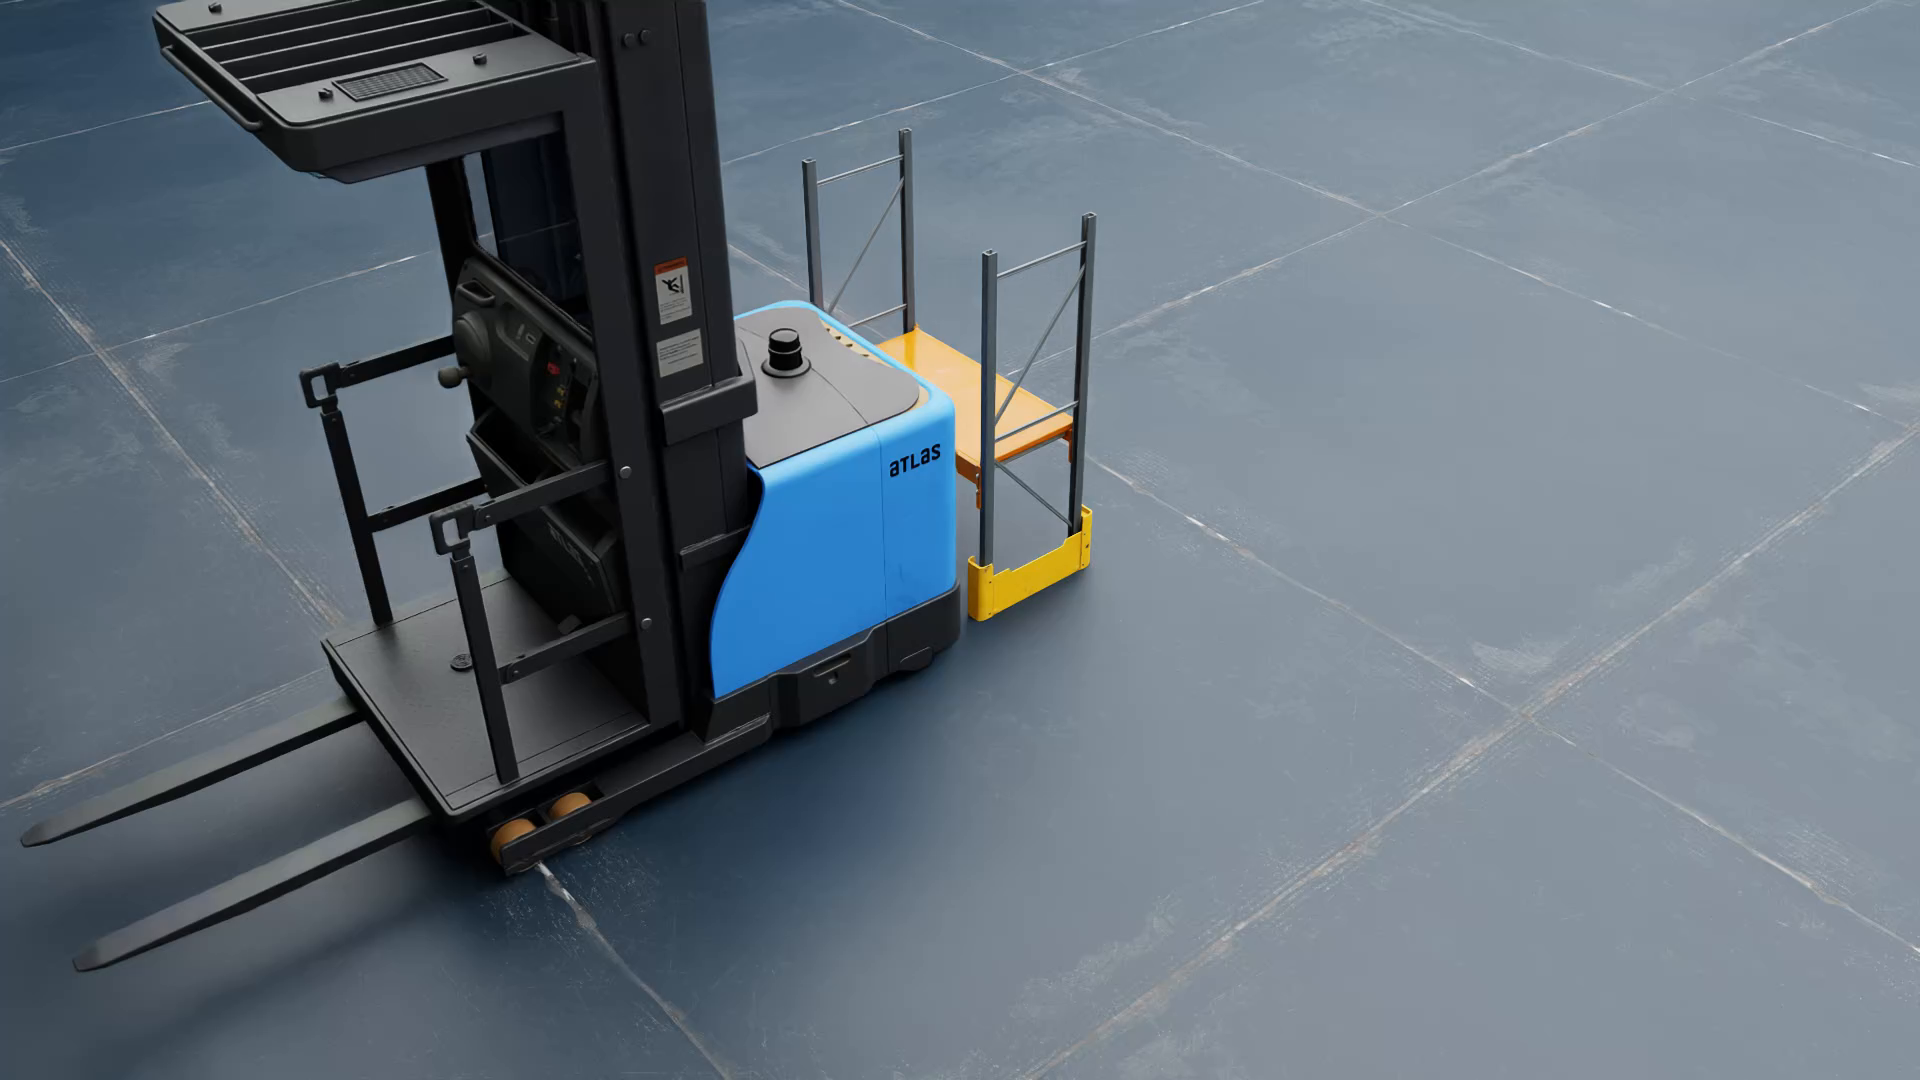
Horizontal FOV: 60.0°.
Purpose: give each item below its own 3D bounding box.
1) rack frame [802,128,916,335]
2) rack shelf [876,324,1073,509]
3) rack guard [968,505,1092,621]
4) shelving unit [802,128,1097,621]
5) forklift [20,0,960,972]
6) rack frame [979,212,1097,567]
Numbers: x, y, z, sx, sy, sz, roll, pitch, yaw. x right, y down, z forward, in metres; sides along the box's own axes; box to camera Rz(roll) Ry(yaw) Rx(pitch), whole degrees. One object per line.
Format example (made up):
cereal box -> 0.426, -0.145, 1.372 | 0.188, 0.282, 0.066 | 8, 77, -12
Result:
rack frame -> -0.383, -0.874, 6.687 | 0.500, 1.500, 0.032 | -26, 43, -32
rack shelf -> -0.055, -0.503, 6.474 | 0.538, 0.185, 1.000 | -26, 43, -32
rack guard -> 0.272, 0.084, 6.415 | 0.587, 0.250, 0.087 | -26, 43, -32
shelving unit -> -0.049, -0.646, 6.364 | 0.587, 1.500, 1.083 | -26, 43, -32
forklift -> -1.476, -0.492, 4.908 | 3.031, 2.935, 1.130 | -24, 42, -30
rack frame -> 0.273, -0.425, 6.053 | 0.500, 1.500, 0.032 | -26, 43, -32
